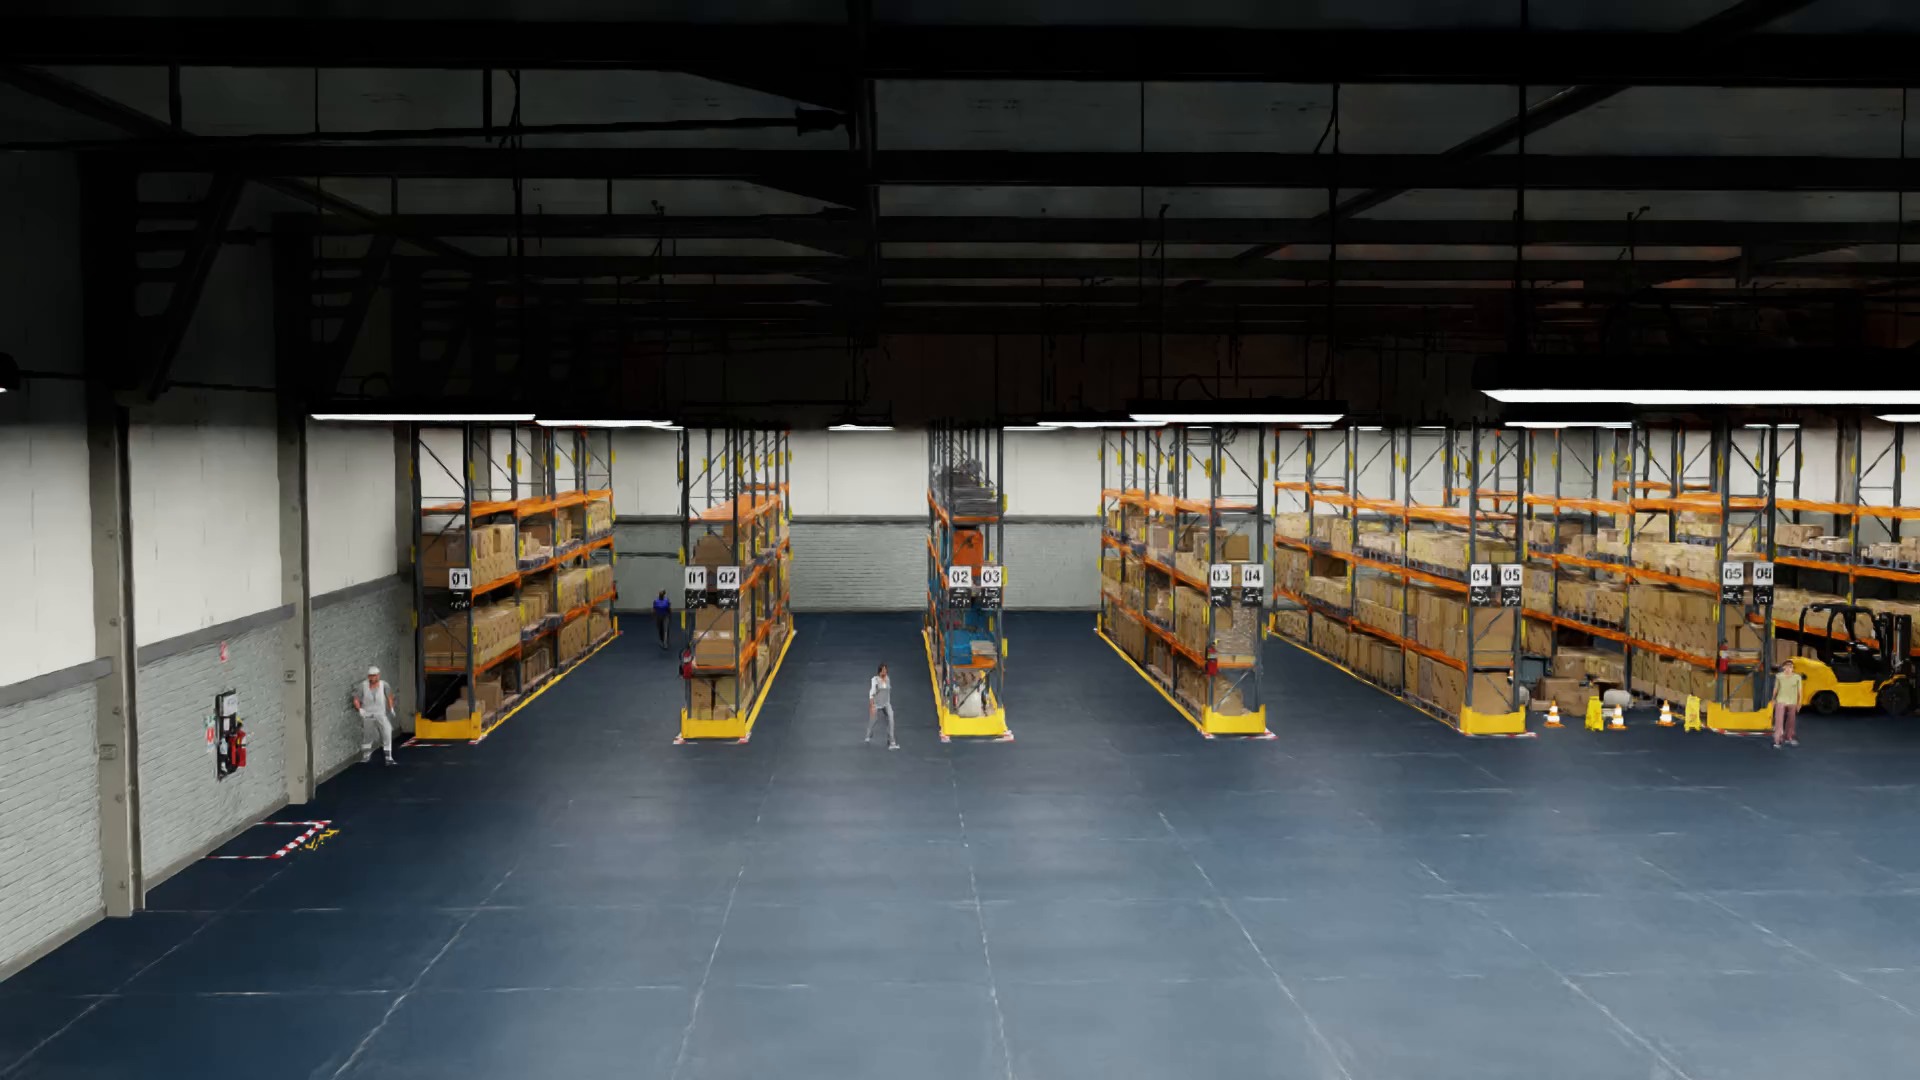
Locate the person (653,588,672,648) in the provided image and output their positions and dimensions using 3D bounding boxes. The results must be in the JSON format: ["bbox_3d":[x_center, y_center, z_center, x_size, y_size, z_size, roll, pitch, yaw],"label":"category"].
[{"bbox_3d":[-7.883,2.050,43.994,0.449,1.552,1.075,0,4,-1],"label":"person"}]

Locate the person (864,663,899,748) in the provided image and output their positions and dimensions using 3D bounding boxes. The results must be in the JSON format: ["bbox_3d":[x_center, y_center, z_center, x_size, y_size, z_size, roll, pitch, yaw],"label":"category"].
[{"bbox_3d":[-1.443,2.983,30.132,0.442,1.537,0.881,-2,4,-26],"label":"person"}]

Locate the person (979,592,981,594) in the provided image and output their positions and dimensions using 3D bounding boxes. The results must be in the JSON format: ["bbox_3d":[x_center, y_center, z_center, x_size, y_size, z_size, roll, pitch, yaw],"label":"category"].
[{"bbox_3d":[0.782,1.645,50.057,0.502,1.612,0.997,0,4,-4],"label":"person"}]

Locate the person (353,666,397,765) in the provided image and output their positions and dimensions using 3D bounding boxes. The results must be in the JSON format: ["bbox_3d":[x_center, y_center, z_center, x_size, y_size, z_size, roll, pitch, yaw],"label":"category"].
[{"bbox_3d":[-10.025,2.993,28.493,0.686,1.716,0.837,-1,4,-19],"label":"person"}]

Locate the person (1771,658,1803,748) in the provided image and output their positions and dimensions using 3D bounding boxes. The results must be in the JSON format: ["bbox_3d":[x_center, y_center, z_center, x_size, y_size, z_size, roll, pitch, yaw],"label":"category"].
[{"bbox_3d":[14.977,2.946,30.108,0.486,1.619,0.949,1,4,22],"label":"person"}]
